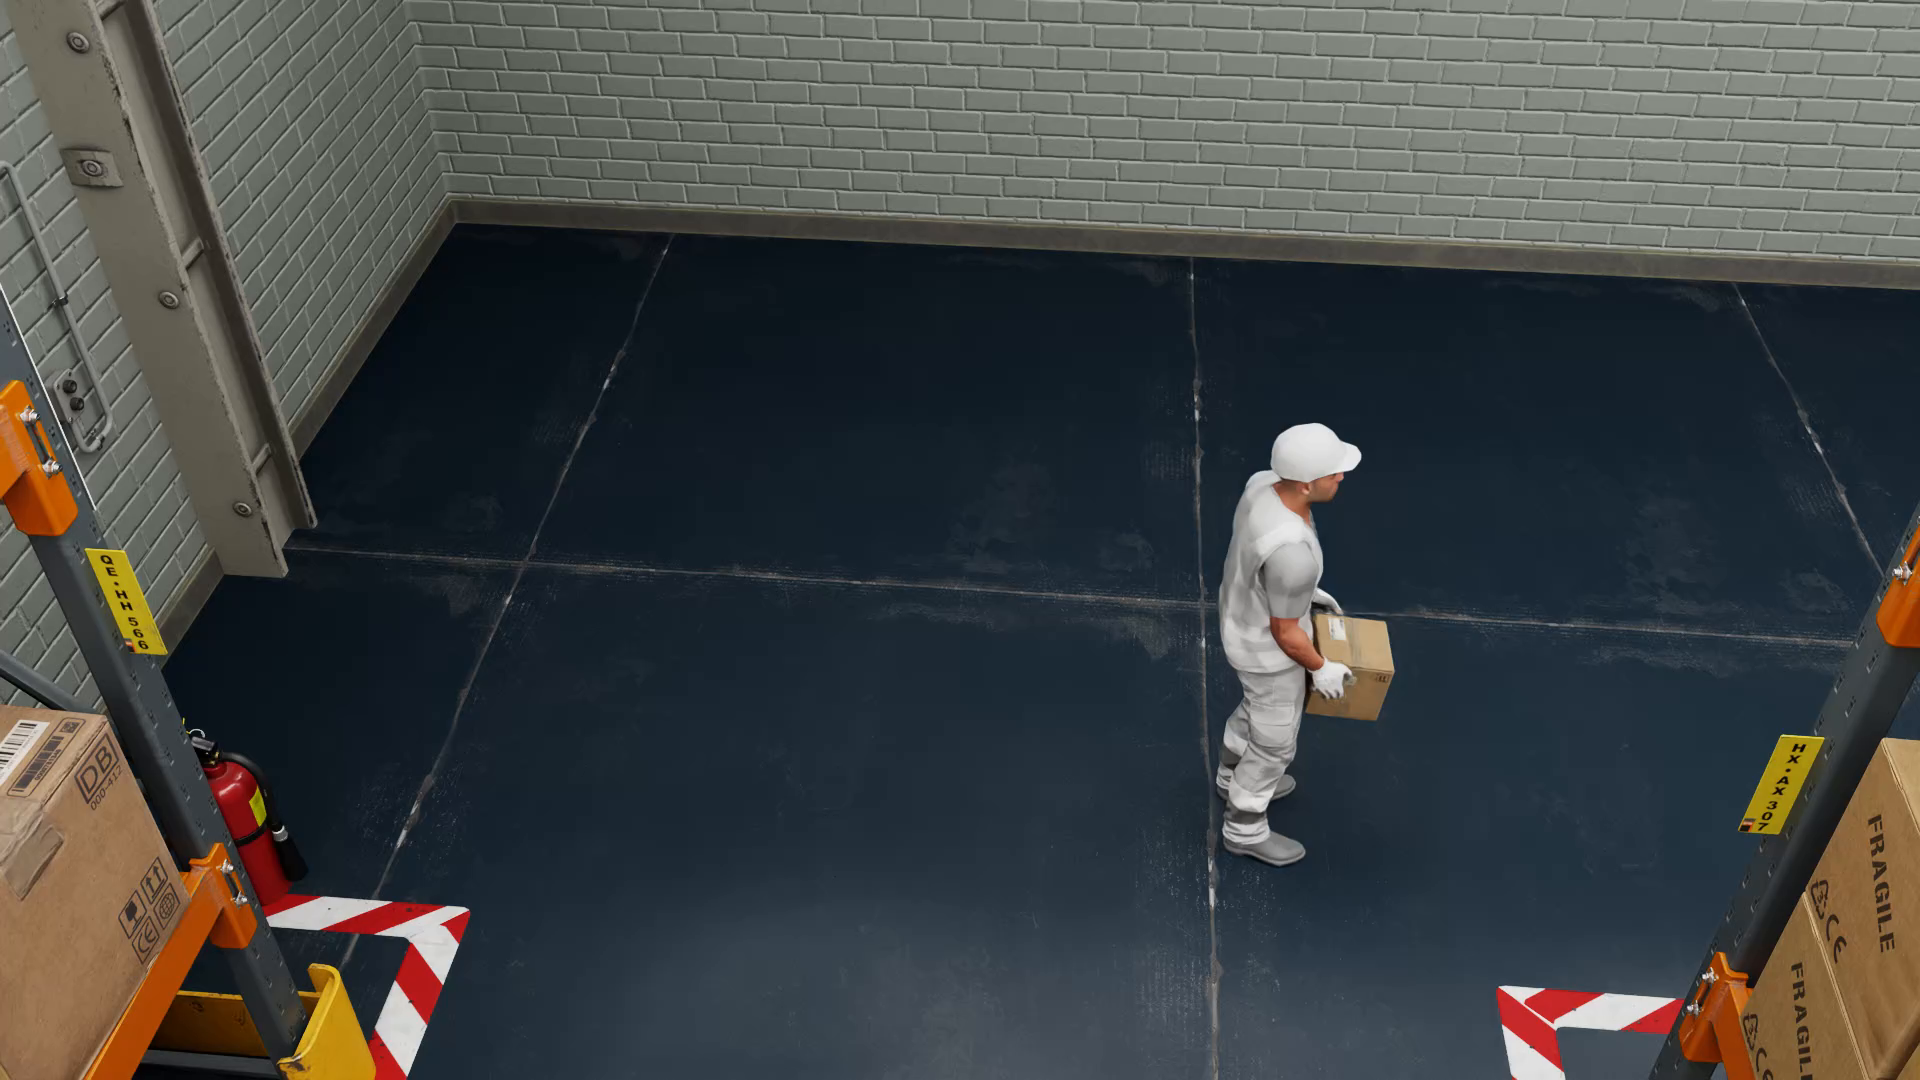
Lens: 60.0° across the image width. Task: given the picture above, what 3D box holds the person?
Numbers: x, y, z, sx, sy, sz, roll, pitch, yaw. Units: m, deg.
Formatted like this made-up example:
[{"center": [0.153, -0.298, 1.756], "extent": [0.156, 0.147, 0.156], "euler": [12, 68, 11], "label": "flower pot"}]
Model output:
[{"center": [1.107, 0.345, 5.720], "extent": [0.449, 1.791, 0.537], "euler": [3, 40, 3], "label": "person"}]
